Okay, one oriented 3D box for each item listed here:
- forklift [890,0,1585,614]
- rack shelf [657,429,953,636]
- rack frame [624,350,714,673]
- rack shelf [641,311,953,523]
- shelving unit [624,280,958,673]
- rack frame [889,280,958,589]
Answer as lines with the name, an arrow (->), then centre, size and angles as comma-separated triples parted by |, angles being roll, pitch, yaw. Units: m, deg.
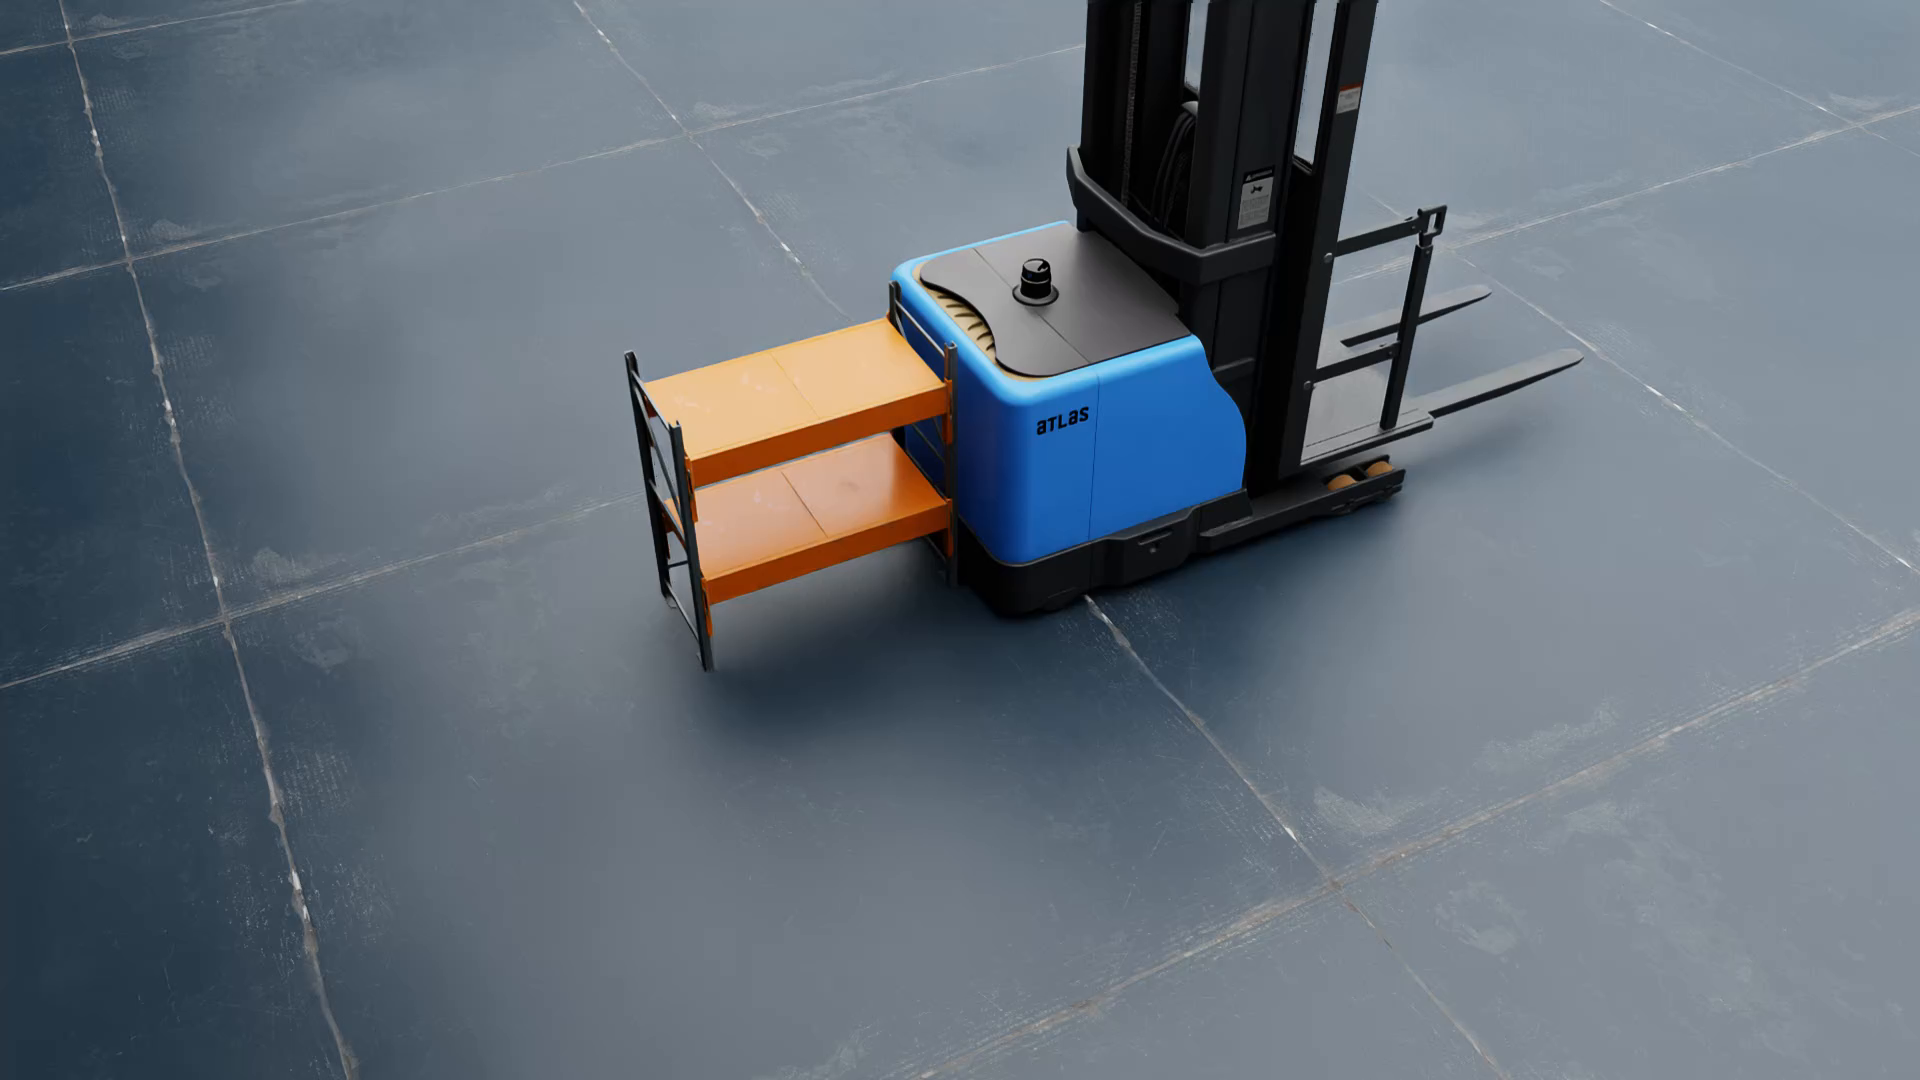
forklift -> 1.271, -1.507, 6.262 | 3.031, 2.935, 1.130 | -18, 44, -20
rack shelf -> -0.589, -0.048, 6.315 | 1.000, 0.278, 0.538 | -18, 44, -20
rack frame -> -1.041, -0.085, 5.980 | 0.032, 1.125, 0.500 | -18, 44, -20
rack shelf -> -0.589, -0.458, 5.968 | 1.000, 0.278, 0.538 | -18, 44, -20
shelving unit -> -0.589, -0.235, 6.157 | 1.048, 1.125, 0.538 | -18, 44, -20
rack frame -> -0.136, -0.385, 6.334 | 0.032, 1.125, 0.500 | -18, 44, -20
